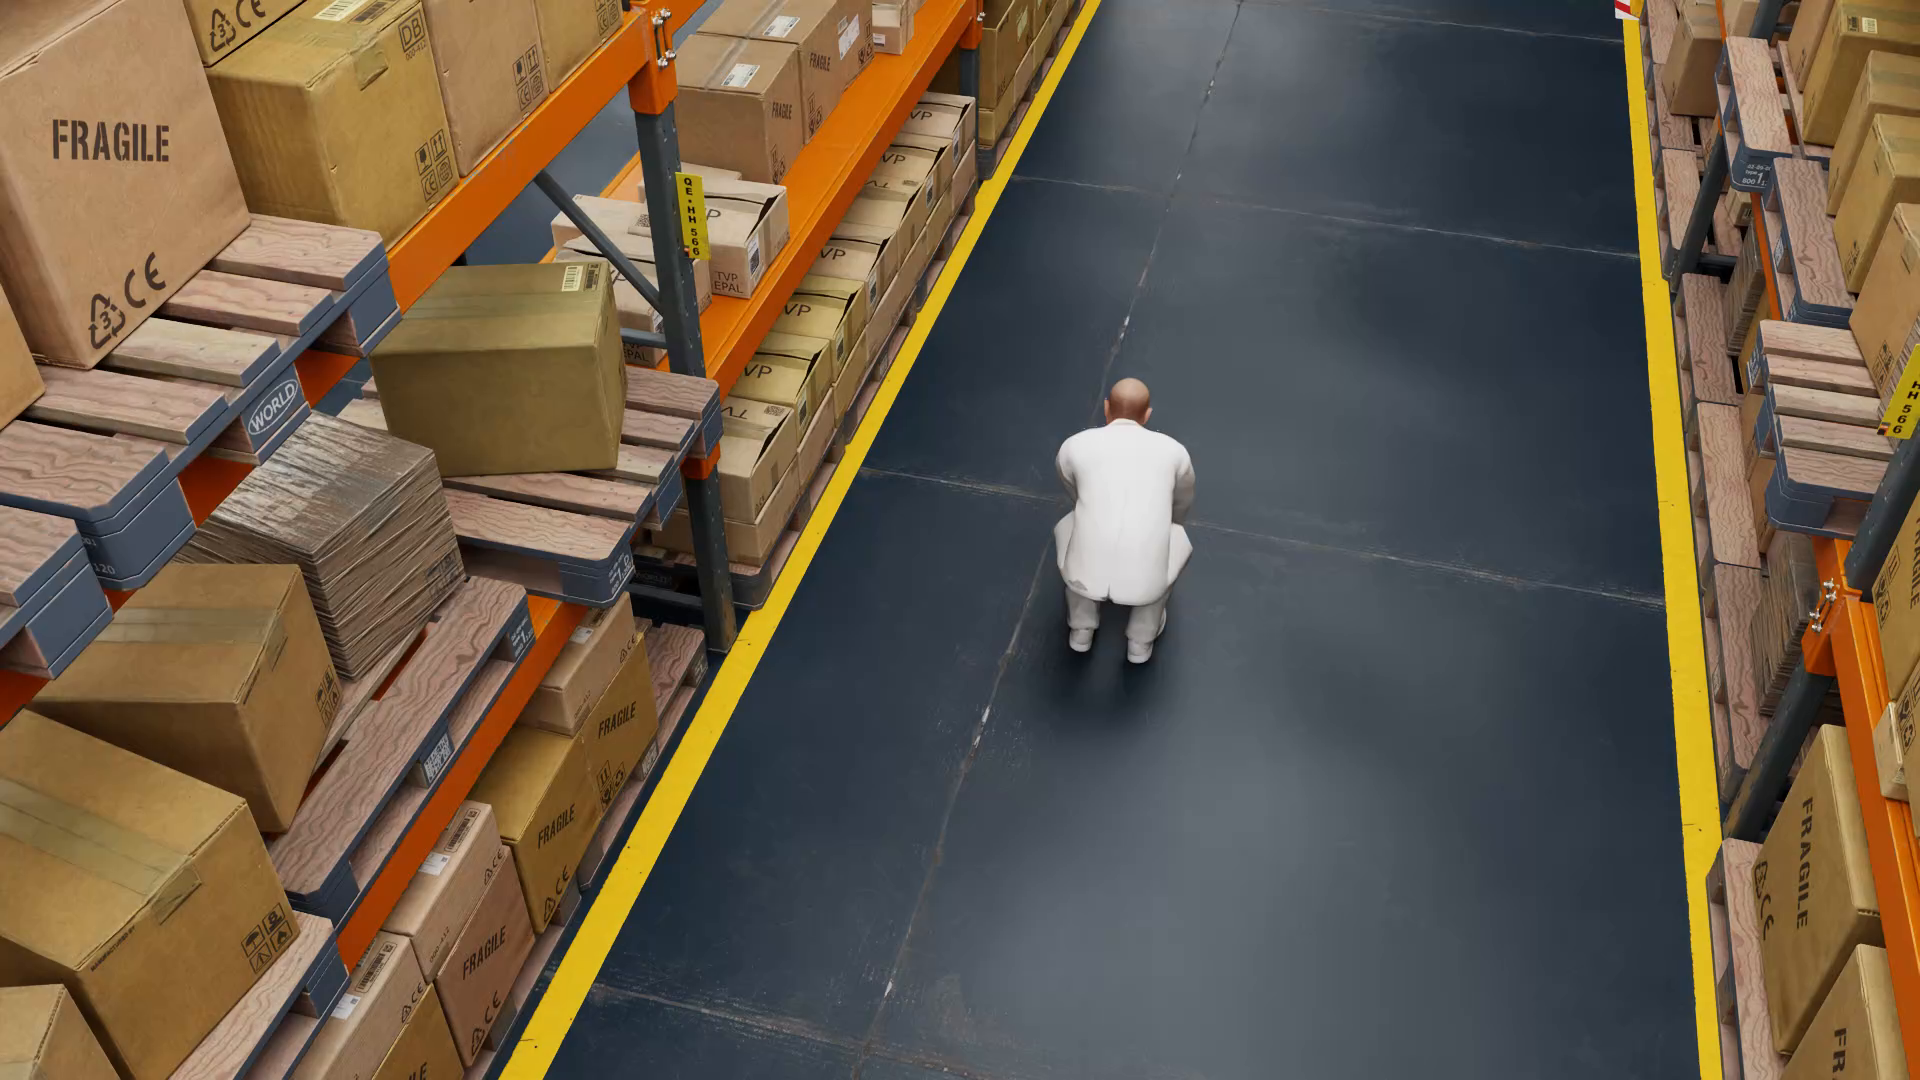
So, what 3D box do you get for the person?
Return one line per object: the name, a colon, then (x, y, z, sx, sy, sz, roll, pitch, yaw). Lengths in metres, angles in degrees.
person: (0.673, -0.082, 6.878, 0.613, 0.985, 0.916, 10, 41, 11)
